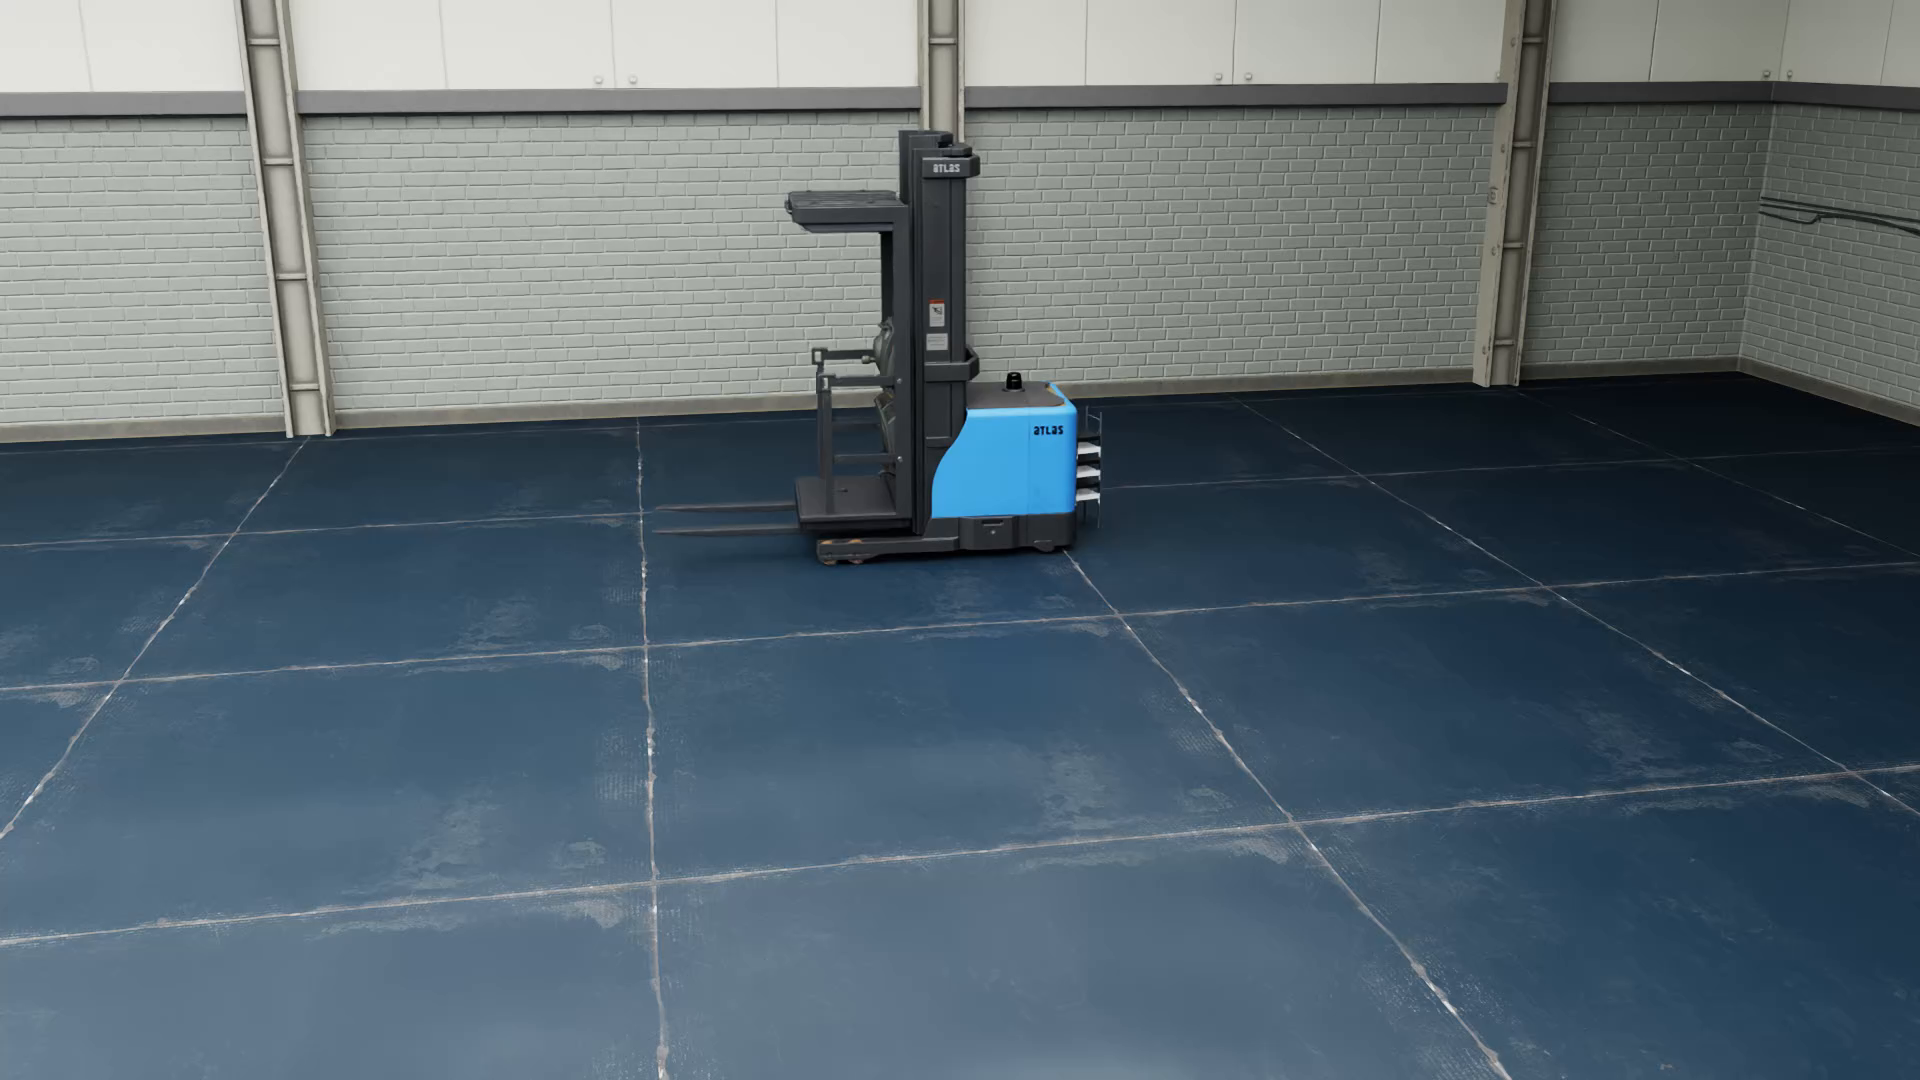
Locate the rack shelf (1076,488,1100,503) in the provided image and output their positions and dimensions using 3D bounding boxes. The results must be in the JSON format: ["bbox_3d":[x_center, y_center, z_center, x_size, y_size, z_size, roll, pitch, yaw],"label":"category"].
[{"bbox_3d":[0.910,-0.335,12.596,0.200,0.077,0.258,-7,19,-23],"label":"rack shelf"}]

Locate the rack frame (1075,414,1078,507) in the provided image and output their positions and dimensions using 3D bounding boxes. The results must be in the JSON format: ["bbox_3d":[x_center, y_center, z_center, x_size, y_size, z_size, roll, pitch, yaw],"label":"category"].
[{"bbox_3d":[0.817,-0.527,12.494,0.006,0.900,0.240,-7,19,-23],"label":"rack frame"}]

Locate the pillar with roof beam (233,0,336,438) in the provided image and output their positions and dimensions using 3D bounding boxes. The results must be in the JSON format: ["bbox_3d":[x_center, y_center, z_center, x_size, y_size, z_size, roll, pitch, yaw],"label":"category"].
[{"bbox_3d":[-5.253,-4.063,10.215,0.400,9.000,9.100,-3,17,-10],"label":"pillar with roof beam"}]

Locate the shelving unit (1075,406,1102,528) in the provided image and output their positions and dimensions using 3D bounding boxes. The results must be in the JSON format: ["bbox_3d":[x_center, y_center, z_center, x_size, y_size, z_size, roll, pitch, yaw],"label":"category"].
[{"bbox_3d":[0.910,-0.539,12.533,0.210,0.900,0.258,-7,19,-23],"label":"shelving unit"}]

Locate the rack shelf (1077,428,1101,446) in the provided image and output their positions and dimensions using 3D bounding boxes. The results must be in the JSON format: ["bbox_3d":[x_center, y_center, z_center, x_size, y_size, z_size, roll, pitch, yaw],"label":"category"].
[{"bbox_3d":[0.909,-0.765,12.463,0.200,0.077,0.258,-7,19,-23],"label":"rack shelf"}]

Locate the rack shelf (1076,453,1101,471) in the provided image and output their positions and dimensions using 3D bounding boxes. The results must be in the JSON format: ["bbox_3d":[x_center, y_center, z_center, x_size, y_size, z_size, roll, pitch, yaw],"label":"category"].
[{"bbox_3d":[0.910,-0.593,12.516,0.200,0.077,0.258,-7,19,-23],"label":"rack shelf"}]

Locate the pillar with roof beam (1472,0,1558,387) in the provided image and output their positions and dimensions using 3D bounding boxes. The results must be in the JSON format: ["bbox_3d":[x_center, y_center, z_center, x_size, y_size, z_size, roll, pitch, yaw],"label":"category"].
[{"bbox_3d":[6.529,-4.732,12.391,0.400,9.000,9.100,-3,17,-10],"label":"pillar with roof beam"}]

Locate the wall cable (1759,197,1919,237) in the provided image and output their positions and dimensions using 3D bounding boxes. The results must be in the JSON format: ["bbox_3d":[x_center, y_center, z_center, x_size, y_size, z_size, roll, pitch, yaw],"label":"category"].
[{"bbox_3d":[8.855,-4.271,16.181,0.112,2.526,3.097,-3,17,-10],"label":"wall cable"}]

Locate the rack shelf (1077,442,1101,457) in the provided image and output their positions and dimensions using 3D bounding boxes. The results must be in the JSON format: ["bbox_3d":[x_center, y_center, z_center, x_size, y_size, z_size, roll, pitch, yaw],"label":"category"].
[{"bbox_3d":[0.910,-0.679,12.490,0.200,0.077,0.258,-7,19,-23],"label":"rack shelf"}]

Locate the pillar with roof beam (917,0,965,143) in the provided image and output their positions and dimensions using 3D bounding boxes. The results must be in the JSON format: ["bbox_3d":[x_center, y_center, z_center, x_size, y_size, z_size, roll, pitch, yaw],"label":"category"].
[{"bbox_3d":[0.638,-4.398,11.303,0.400,9.000,9.100,-3,17,-10],"label":"pillar with roof beam"}]

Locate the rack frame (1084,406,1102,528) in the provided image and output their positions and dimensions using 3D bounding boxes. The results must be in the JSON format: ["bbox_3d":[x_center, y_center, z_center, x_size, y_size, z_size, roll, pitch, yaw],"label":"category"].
[{"bbox_3d":[1.003,-0.551,12.572,0.006,0.900,0.240,-7,19,-23],"label":"rack frame"}]

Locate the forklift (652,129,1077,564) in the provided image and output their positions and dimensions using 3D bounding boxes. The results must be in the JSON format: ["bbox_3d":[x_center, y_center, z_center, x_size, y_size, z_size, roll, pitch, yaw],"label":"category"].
[{"bbox_3d":[-0.714,-1.394,11.857,3.031,2.935,1.130,-2,17,-7],"label":"forklift"}]

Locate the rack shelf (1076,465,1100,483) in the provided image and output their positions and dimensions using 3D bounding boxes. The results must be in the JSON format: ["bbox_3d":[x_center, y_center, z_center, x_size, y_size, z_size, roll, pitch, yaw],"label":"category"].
[{"bbox_3d":[0.910,-0.507,12.543,0.200,0.077,0.258,-7,19,-23],"label":"rack shelf"}]

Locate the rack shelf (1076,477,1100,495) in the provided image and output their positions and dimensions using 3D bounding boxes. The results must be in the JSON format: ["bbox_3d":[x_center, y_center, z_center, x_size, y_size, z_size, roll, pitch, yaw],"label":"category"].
[{"bbox_3d":[0.910,-0.421,12.569,0.200,0.077,0.258,-7,19,-23],"label":"rack shelf"}]
